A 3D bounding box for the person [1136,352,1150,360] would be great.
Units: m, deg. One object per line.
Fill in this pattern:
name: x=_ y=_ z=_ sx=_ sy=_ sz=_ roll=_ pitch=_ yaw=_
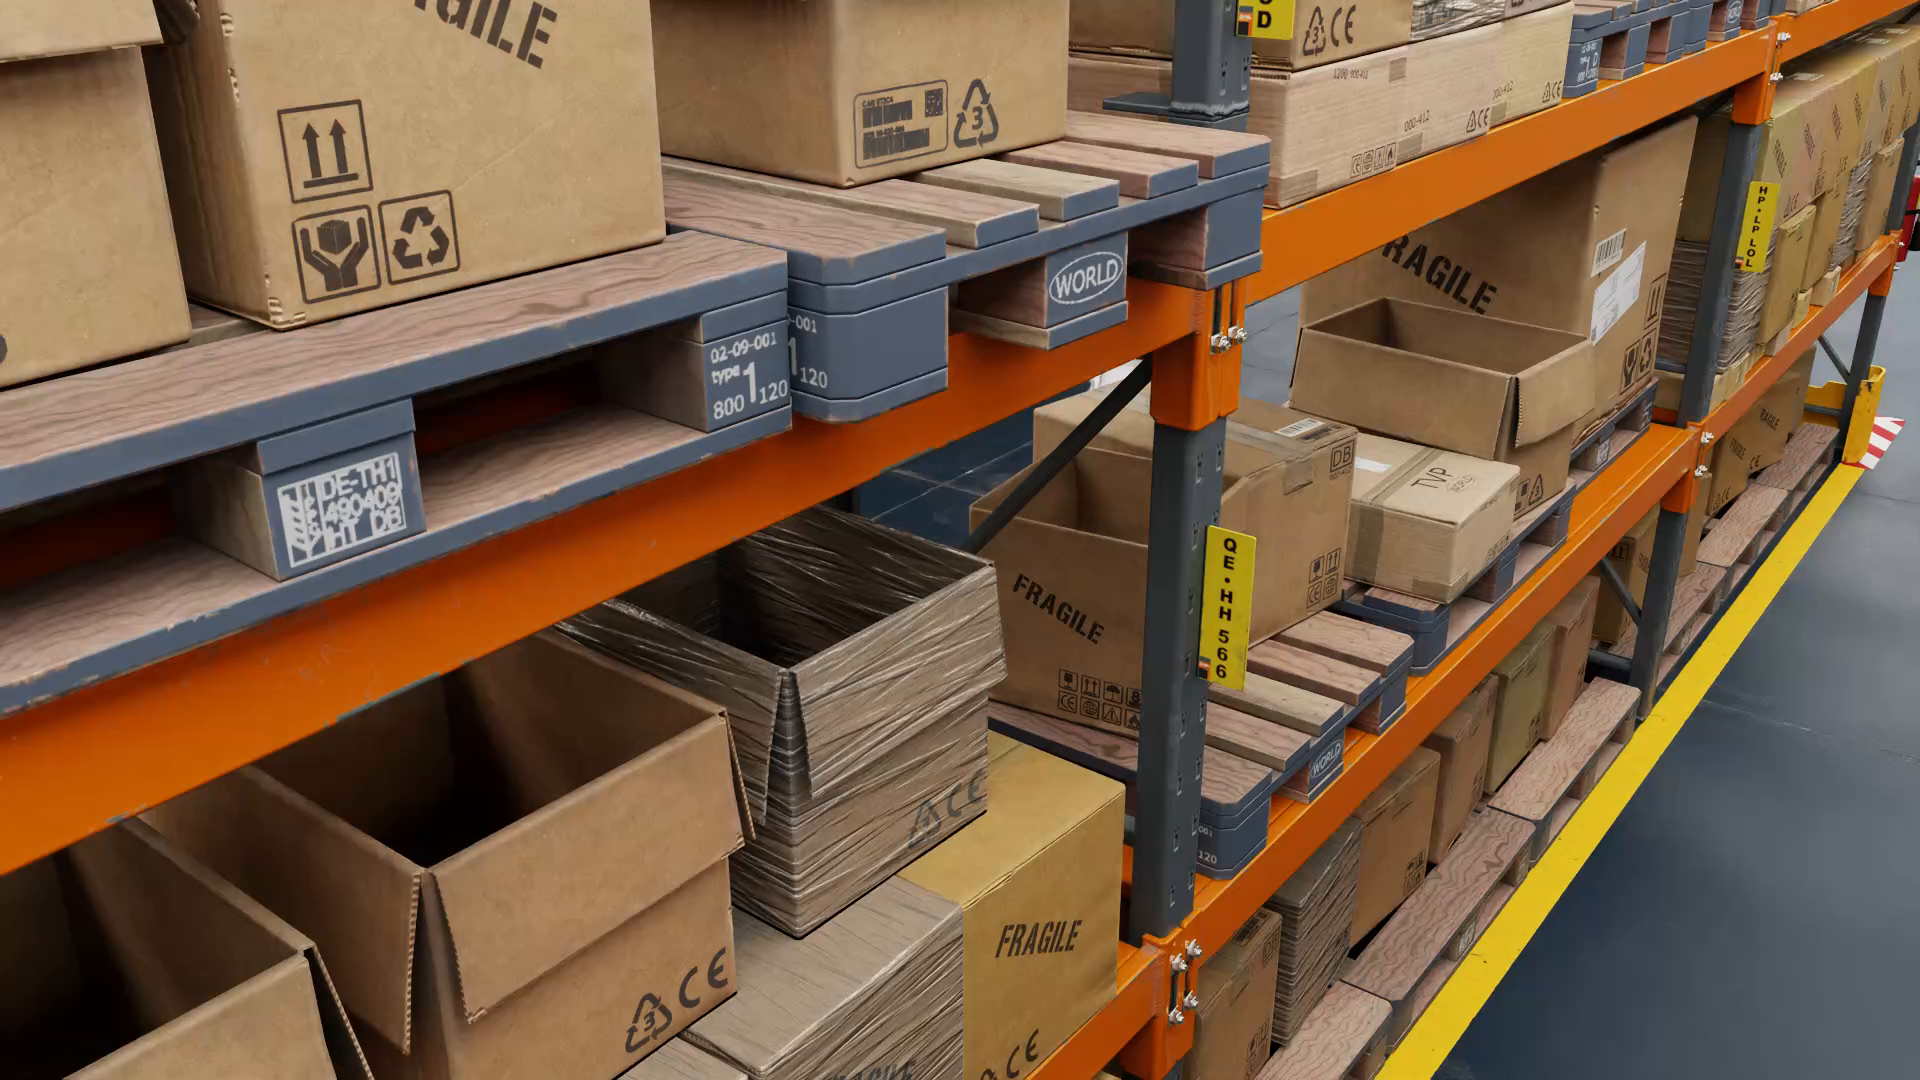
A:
person: x=0.758 y=-0.157 z=6.961 sx=0.515 sy=1.657 sz=0.329 roll=16 pitch=29 yaw=33
